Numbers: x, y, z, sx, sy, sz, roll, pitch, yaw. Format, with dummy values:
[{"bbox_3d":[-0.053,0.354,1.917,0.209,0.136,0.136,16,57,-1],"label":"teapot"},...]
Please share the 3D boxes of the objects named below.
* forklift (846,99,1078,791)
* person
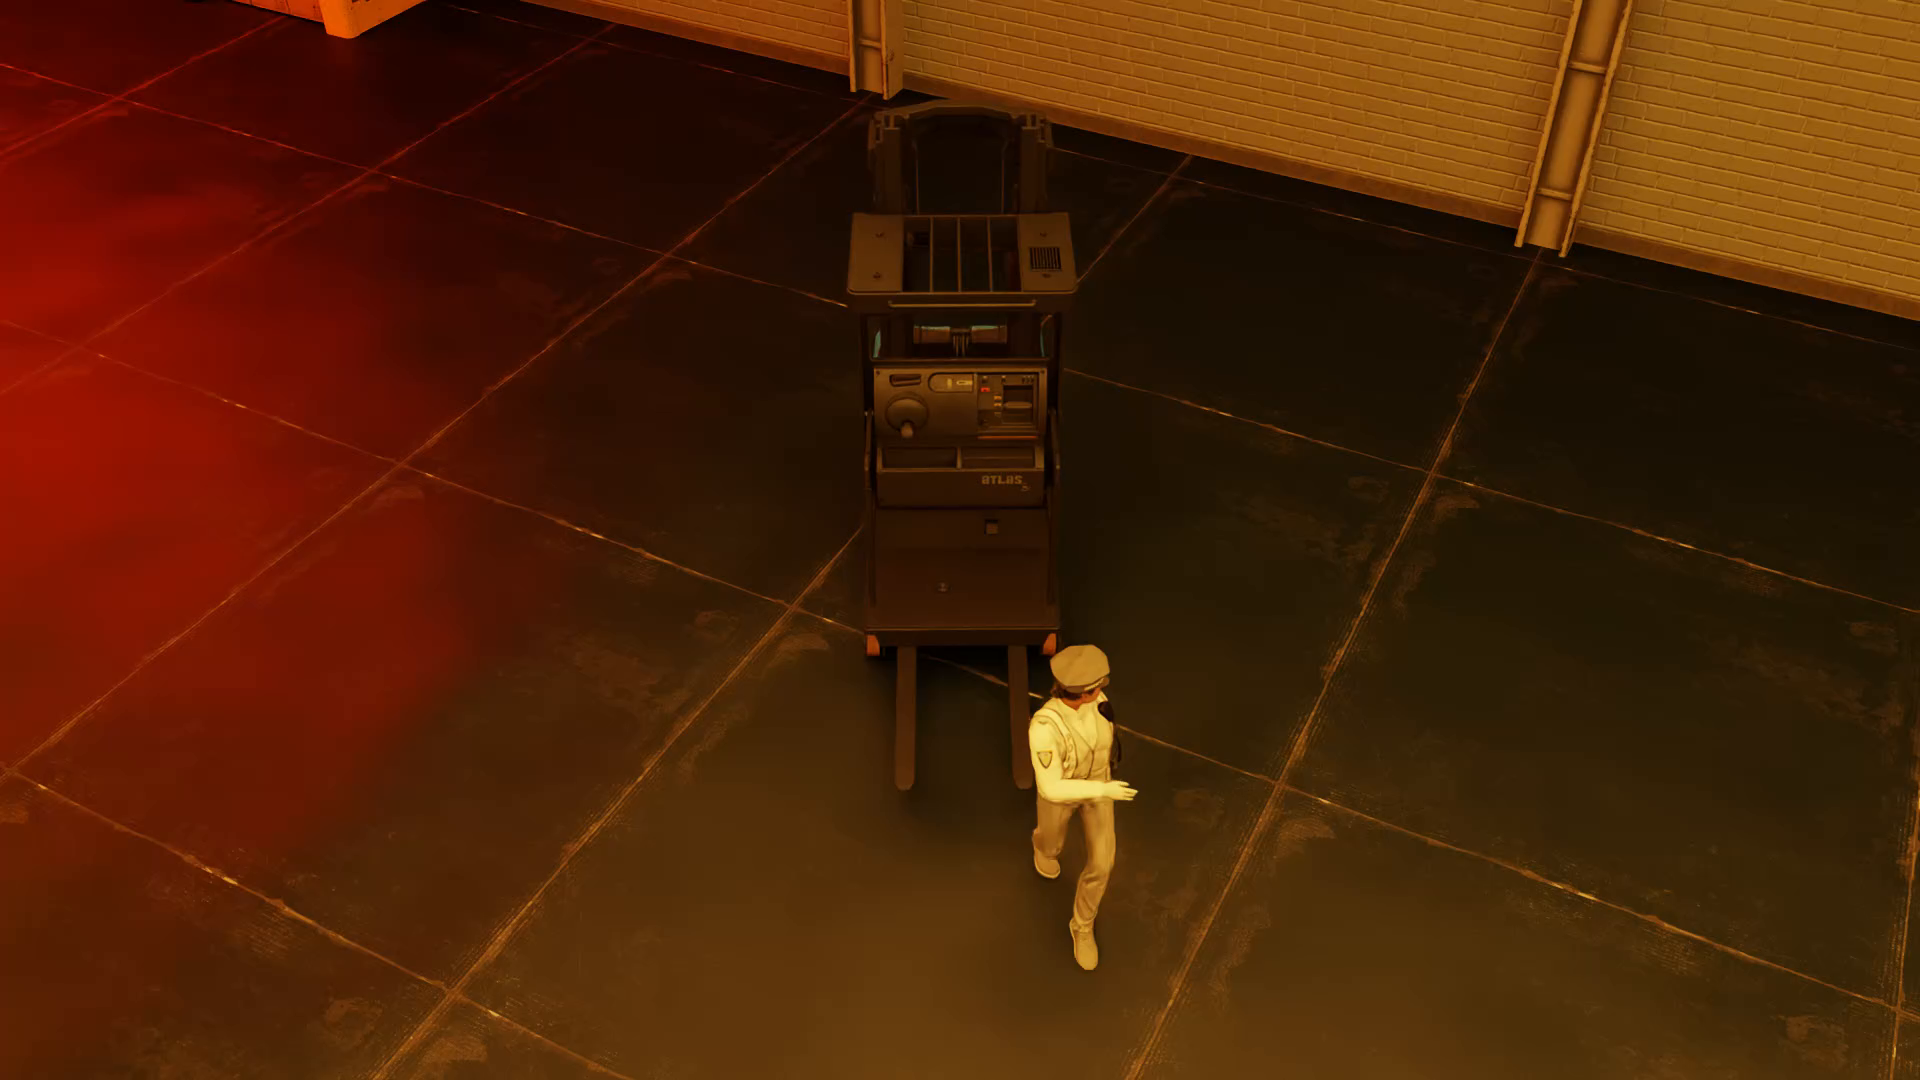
[{"bbox_3d":[0.007,-0.663,8.774,1.130,2.935,3.031,0,40,0],"label":"forklift"},{"bbox_3d":[0.535,1.155,7.690,0.501,1.611,0.895,-13,42,-15],"label":"person"}]
